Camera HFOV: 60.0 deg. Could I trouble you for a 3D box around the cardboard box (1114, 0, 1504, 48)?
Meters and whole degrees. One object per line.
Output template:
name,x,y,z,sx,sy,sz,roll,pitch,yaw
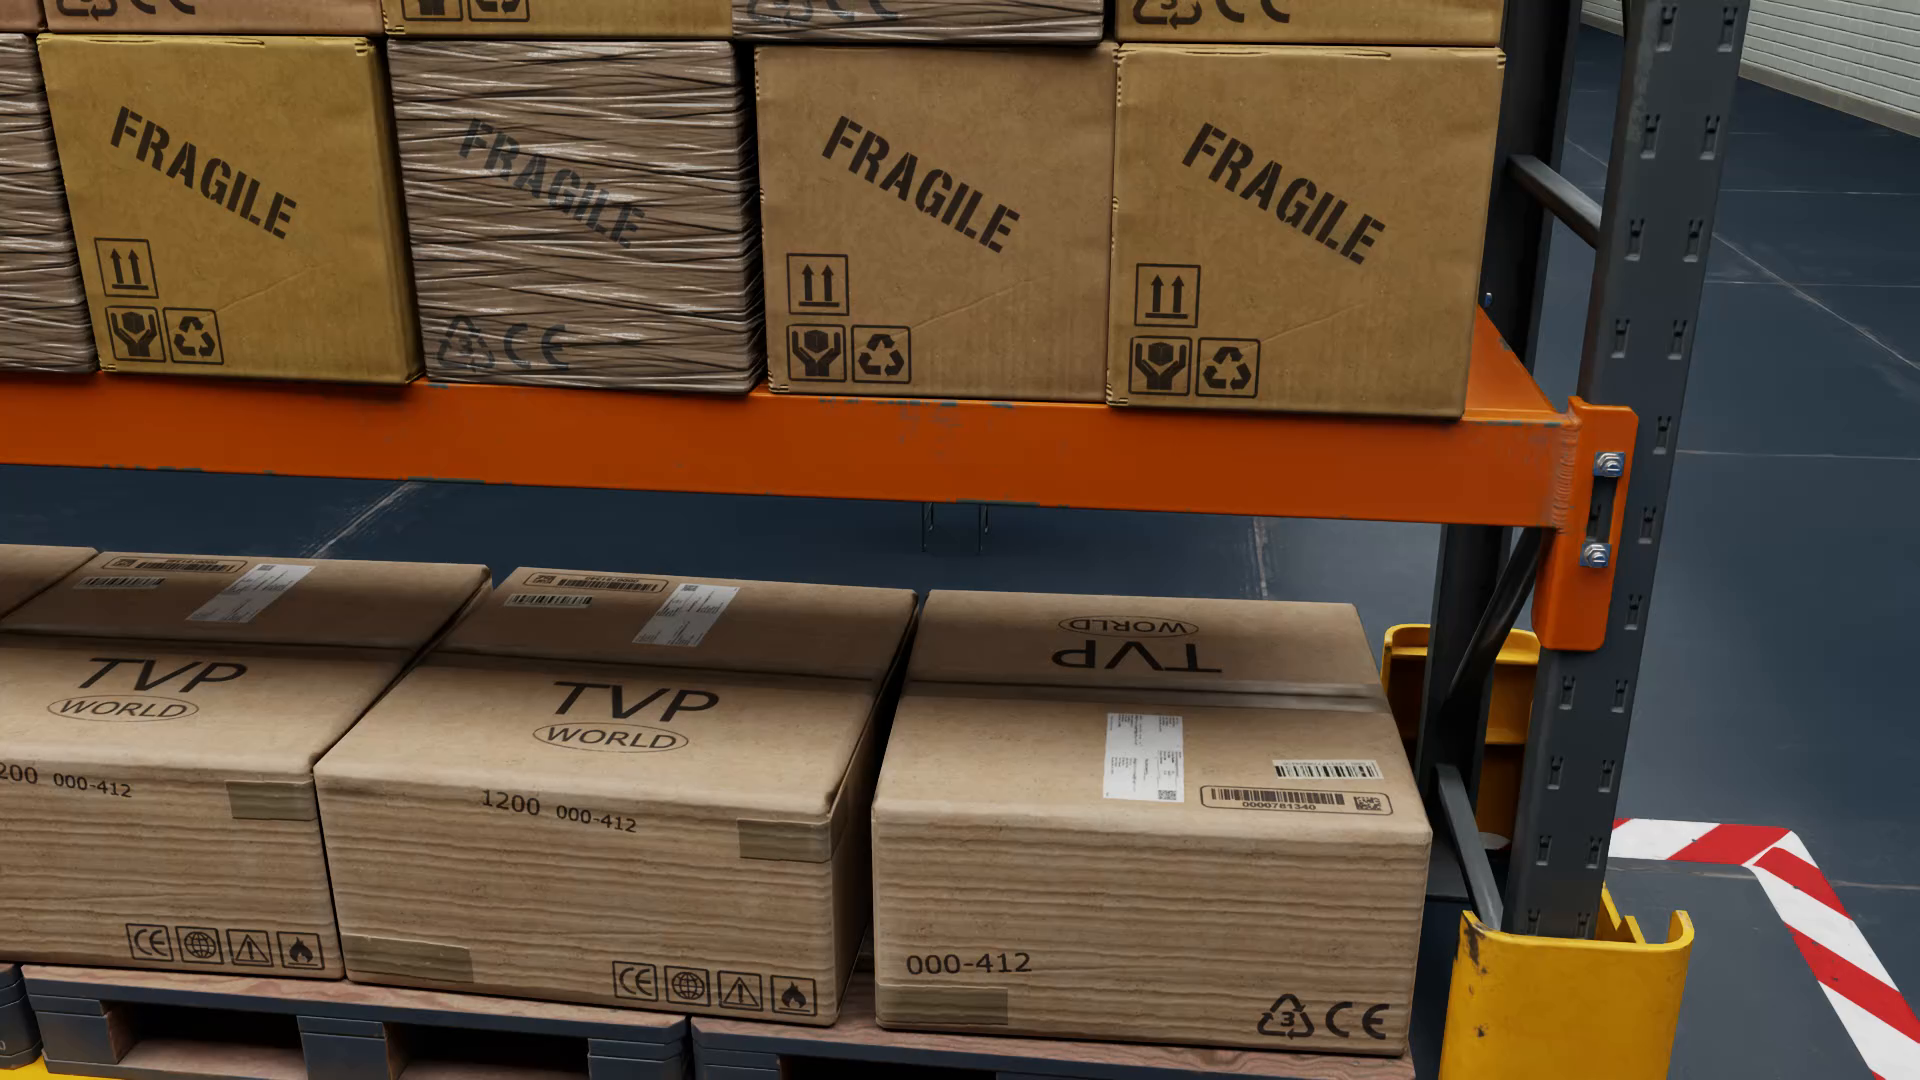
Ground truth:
cardboard box,0.491,-0.975,2.331,0.500,0.500,0.500,3,22,8

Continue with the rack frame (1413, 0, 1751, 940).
rack frame,0.998,-0.530,2.700,0.127,3.000,1.000,2,22,6

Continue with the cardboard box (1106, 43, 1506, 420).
cardboard box,0.488,-0.501,2.490,0.500,0.500,0.500,3,22,7

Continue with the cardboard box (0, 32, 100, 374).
cardboard box,-1.547,-0.586,2.707,0.500,0.500,0.500,3,22,7

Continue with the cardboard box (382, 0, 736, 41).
cardboard box,-0.522,-1.010,2.418,0.500,0.500,0.500,2,22,6

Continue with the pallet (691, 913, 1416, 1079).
pallet,0.195,0.761,3.228,1.213,0.211,1.003,2,22,6

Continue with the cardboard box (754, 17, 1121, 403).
cardboard box,-0.009,-0.528,2.559,0.500,0.500,0.500,2,22,5

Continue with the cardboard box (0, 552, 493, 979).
cardboard box,-1.474,0.398,3.267,0.875,0.438,0.875,2,22,5

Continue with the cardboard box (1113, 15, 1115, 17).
cardboard box,0.049,-0.714,3.029,0.500,0.500,0.500,2,22,6

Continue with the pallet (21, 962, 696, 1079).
pallet,-1.014,0.707,3.364,1.213,0.211,1.003,2,22,6

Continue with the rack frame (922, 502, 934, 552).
rack frame,-0.105,-0.563,5.231,0.006,1.200,0.240,2,22,6

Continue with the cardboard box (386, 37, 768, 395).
cardboard box,-0.521,-0.546,2.606,0.500,0.500,0.500,3,22,8

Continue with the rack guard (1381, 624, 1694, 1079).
rack guard,1.022,0.634,3.157,0.348,0.500,1.175,2,22,6

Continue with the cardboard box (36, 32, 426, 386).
cardboard box,-1.035,-0.564,2.651,0.500,0.500,0.500,3,22,8

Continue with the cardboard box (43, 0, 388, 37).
cardboard box,-1.021,-1.032,2.475,0.500,0.500,0.500,2,22,6

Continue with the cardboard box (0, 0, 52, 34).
cardboard box,-1.522,-1.055,2.532,0.500,0.500,0.500,3,22,7

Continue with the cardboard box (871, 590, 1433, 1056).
cardboard box,0.331,0.474,3.074,0.875,0.438,0.875,2,22,4

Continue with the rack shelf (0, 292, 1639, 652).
rack shelf,-0.988,-0.282,3.051,4.000,0.370,1.077,2,22,6

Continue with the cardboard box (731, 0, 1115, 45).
cardboard box,-0.031,-0.987,2.361,0.500,0.500,0.500,3,22,6

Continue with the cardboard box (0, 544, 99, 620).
cardboard box,-2.364,0.360,3.364,0.875,0.438,0.875,2,22,6

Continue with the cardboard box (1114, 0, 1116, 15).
cardboard box,0.041,-1.186,2.864,0.500,0.500,0.500,2,22,5

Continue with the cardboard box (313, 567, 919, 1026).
cardboard box,-0.579,0.438,3.166,0.875,0.438,0.875,3,22,8

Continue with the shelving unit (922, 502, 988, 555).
shelving unit,-0.014,-0.559,5.221,0.189,1.200,0.258,2,22,6

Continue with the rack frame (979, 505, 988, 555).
rack frame,0.076,-0.555,5.211,0.006,1.200,0.240,2,22,6

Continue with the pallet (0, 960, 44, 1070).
pallet,-2.229,0.655,3.495,1.213,0.211,1.003,2,22,6
